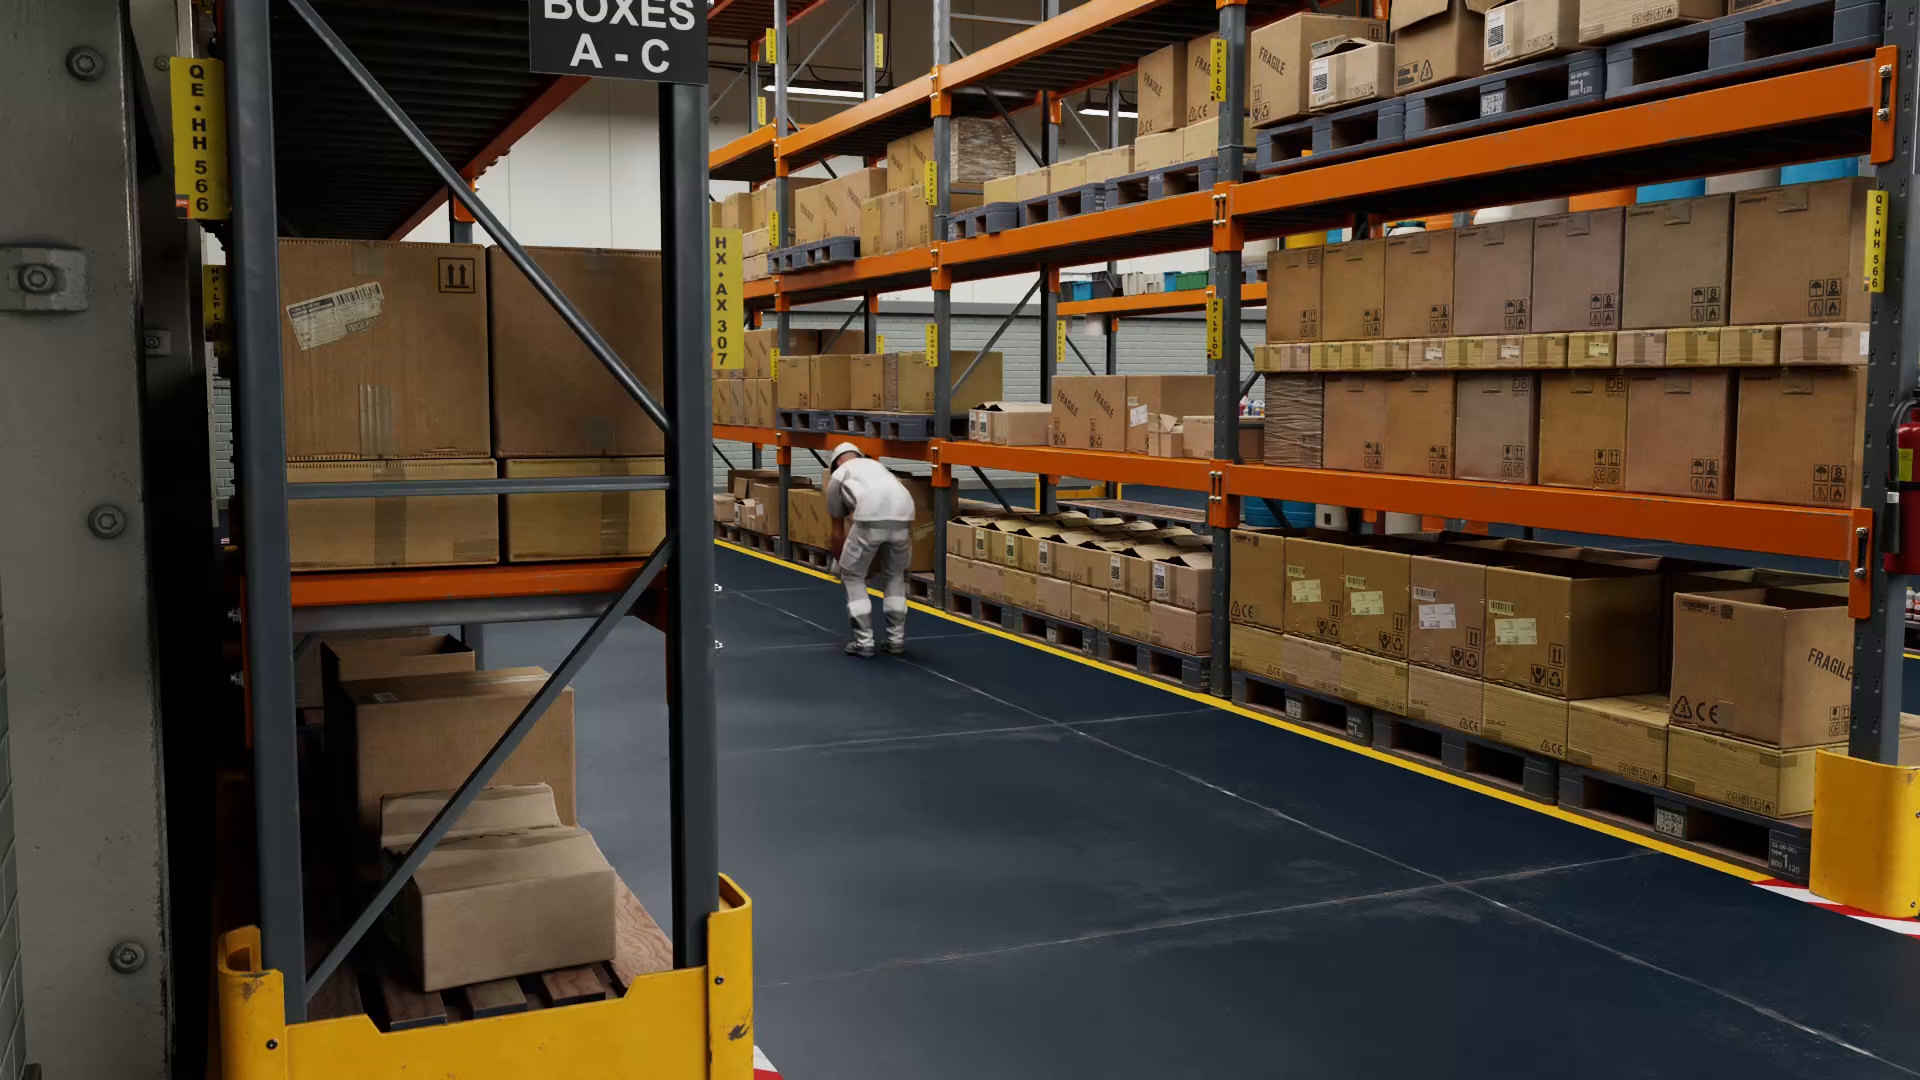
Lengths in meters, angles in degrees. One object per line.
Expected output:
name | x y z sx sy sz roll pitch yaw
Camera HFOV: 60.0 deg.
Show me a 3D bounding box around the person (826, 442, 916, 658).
person | -0.615 0.047 10.893 0.492 1.354 0.899 -3 6 -26
